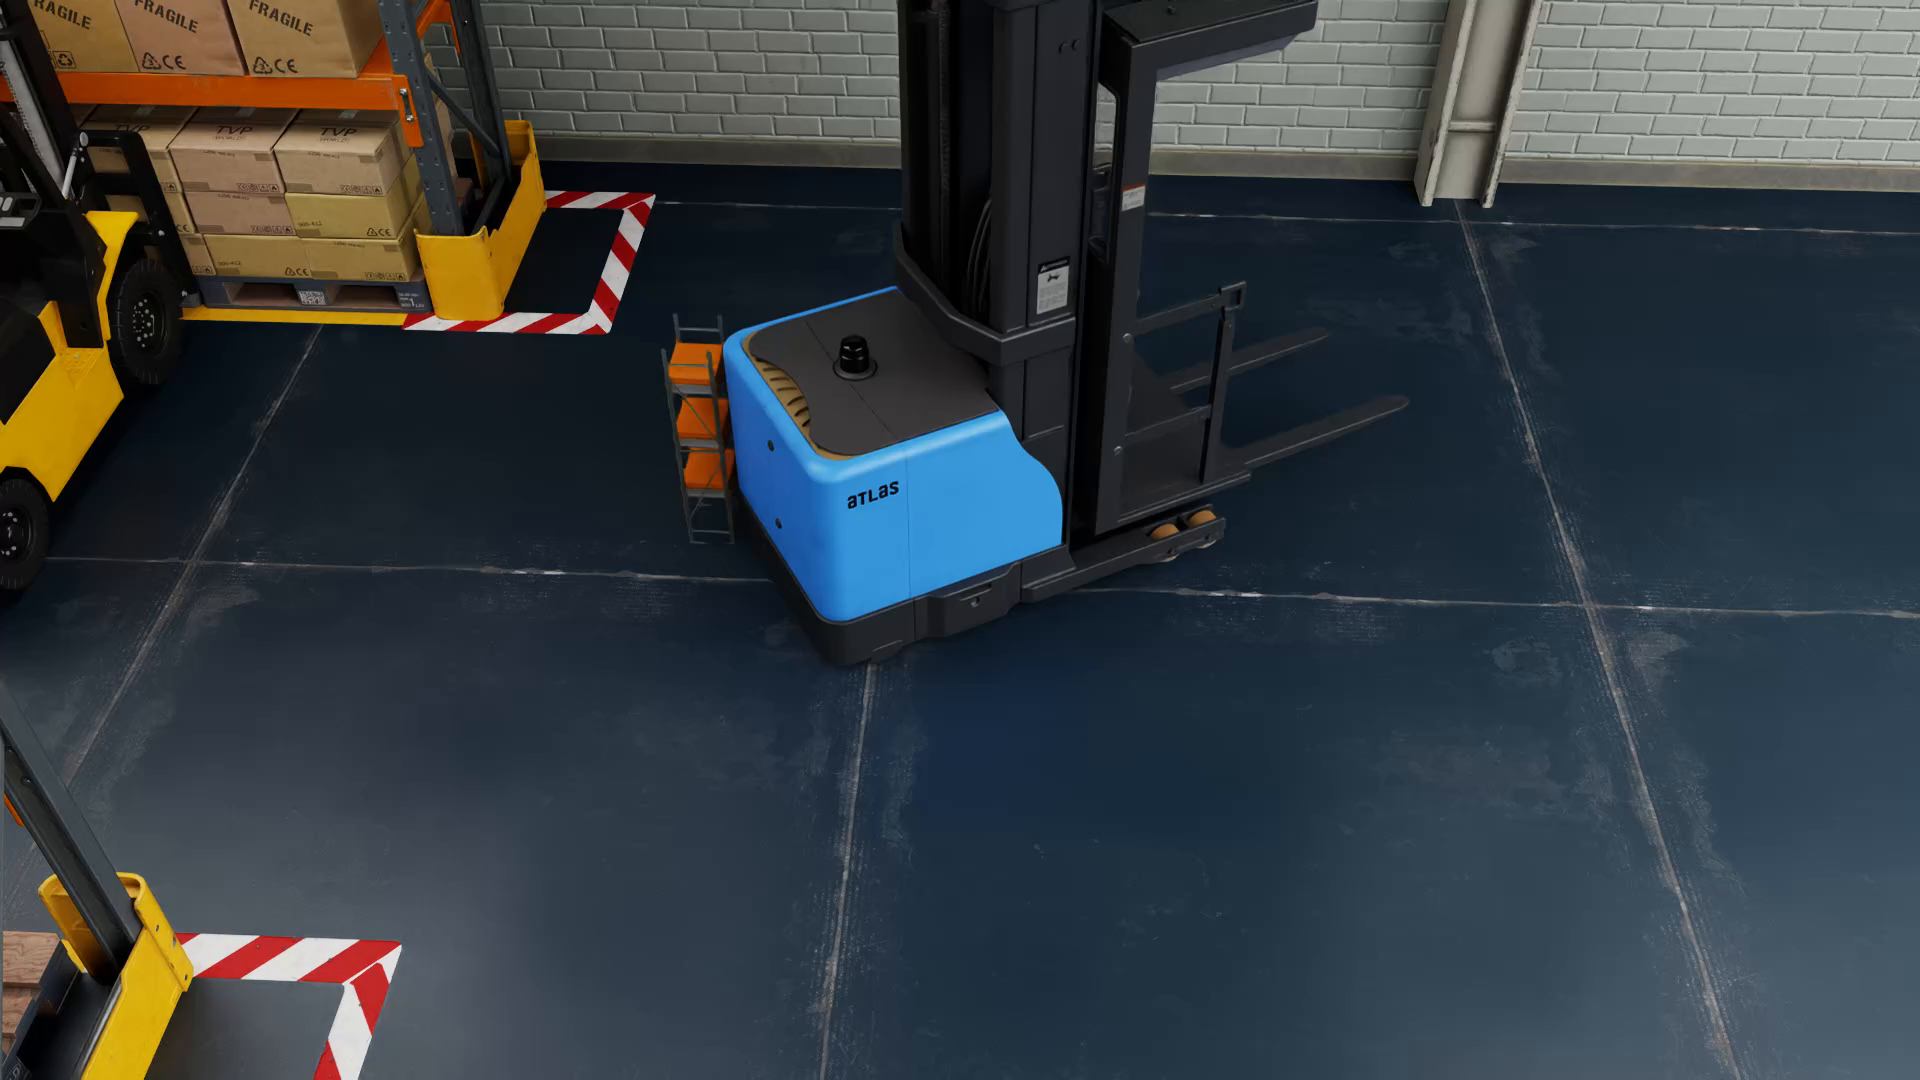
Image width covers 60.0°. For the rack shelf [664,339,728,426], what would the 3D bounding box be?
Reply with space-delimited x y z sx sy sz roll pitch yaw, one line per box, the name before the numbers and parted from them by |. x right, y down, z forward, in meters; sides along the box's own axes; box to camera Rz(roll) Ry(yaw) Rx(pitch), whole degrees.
rack shelf | -1.080 -0.651 6.864 0.215 0.259 0.240 3 43 3

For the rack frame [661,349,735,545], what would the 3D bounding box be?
rack frame | -1.089 -0.369 6.961 0.200 1.050 0.008 3 43 3

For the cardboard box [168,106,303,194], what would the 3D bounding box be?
cardboard box | -3.525 -1.951 8.205 0.500 0.250 0.500 2 43 3

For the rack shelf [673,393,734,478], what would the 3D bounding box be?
rack shelf | -1.080 -0.444 7.057 0.215 0.259 0.240 3 43 3

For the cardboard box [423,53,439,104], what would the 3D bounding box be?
cardboard box | -3.012 -2.282 8.560 0.500 0.250 0.500 1 43 1

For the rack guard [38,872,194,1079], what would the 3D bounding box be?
rack guard | -2.836 1.668 5.178 0.348 0.500 1.175 2 43 2

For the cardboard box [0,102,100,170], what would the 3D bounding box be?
cardboard box | -4.535 -1.981 8.237 0.500 0.250 0.500 1 43 1

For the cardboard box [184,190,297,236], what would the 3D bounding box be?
cardboard box | -3.542 -1.780 8.388 0.500 0.250 0.500 1 43 1

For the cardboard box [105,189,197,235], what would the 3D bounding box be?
cardboard box | -4.058 -1.781 8.389 0.500 0.250 0.500 1 43 1

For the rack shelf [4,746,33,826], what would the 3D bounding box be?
rack shelf | -4.758 0.957 4.635 4.000 0.370 1.077 2 43 2

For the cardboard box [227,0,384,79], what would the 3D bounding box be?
cardboard box | -3.044 -2.497 7.742 0.500 0.500 0.500 1 43 1

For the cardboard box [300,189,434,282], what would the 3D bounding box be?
cardboard box | -3.024 -1.571 8.531 0.500 0.250 0.500 2 43 2

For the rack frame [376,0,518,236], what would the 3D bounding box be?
rack frame | -2.541 -2.625 7.952 0.127 3.000 1.000 2 43 2

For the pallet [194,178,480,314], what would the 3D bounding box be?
pallet | -3.307 -1.599 8.897 1.213 0.211 1.003 2 43 2

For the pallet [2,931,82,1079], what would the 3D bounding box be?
pallet | -3.646 1.724 5.329 1.213 0.211 1.003 2 43 2

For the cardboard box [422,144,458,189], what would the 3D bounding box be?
cardboard box | -3.023 -1.920 8.905 0.500 0.250 0.500 2 43 2

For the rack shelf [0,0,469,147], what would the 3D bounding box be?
rack shelf | -4.539 -2.423 8.263 4.000 0.370 1.077 2 43 2

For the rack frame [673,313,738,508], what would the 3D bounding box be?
rack frame | -1.071 -0.535 7.139 0.200 1.050 0.008 3 43 3

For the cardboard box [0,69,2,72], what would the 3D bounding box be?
cardboard box | -4.577 -2.543 7.791 0.500 0.500 0.500 2 43 2

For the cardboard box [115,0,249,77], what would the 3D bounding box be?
cardboard box | -3.562 -2.520 7.766 0.500 0.500 0.500 3 43 3

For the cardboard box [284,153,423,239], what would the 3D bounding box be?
cardboard box | -3.041 -1.757 8.363 0.500 0.250 0.500 1 43 1

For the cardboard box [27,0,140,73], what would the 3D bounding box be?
cardboard box | -4.074 -2.535 7.783 0.500 0.500 0.500 1 43 1

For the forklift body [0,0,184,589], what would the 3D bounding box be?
forklift body | -4.517 -1.130 6.970 1.214 2.155 2.313 2 43 2

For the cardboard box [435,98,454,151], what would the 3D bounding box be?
cardboard box | -3.001 -2.111 8.743 0.500 0.250 0.500 2 43 3

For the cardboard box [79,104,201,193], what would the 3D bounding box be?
cardboard box | -4.030 -1.960 8.215 0.500 0.250 0.500 2 43 2

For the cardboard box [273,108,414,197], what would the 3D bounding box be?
cardboard box | -3.015 -1.940 8.193 0.500 0.250 0.500 3 43 3

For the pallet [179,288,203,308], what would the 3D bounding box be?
pallet | -4.522 -1.639 8.939 1.213 0.211 1.003 2 43 2

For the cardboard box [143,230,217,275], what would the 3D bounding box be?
cardboard box | -4.020 -1.615 8.577 0.500 0.250 0.500 2 43 2

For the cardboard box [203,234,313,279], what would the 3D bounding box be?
cardboard box | -3.521 -1.593 8.554 0.500 0.250 0.500 2 43 2

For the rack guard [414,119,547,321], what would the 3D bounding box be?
rack guard | -2.517 -1.709 8.803 0.348 0.500 1.175 2 43 2

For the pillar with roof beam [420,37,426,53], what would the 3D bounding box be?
pillar with roof beam | -3.390 -2.523 3.442 0.400 9.000 9.100 2 43 2

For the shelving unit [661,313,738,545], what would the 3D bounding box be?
shelving unit | -1.080 -0.452 7.050 0.215 1.050 0.252 3 43 3

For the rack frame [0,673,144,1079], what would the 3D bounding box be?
rack frame | -2.761 0.755 4.324 0.127 3.000 1.000 2 43 2

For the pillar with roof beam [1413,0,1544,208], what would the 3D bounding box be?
pillar with roof beam | 2.604 -2.339 3.245 0.400 9.000 9.100 2 43 2

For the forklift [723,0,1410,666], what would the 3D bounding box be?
forklift | 0.586 -1.278 6.557 3.031 2.935 1.130 -19 46 -20

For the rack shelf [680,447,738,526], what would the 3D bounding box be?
rack shelf | -1.080 -0.240 7.247 0.215 0.259 0.240 3 43 3
